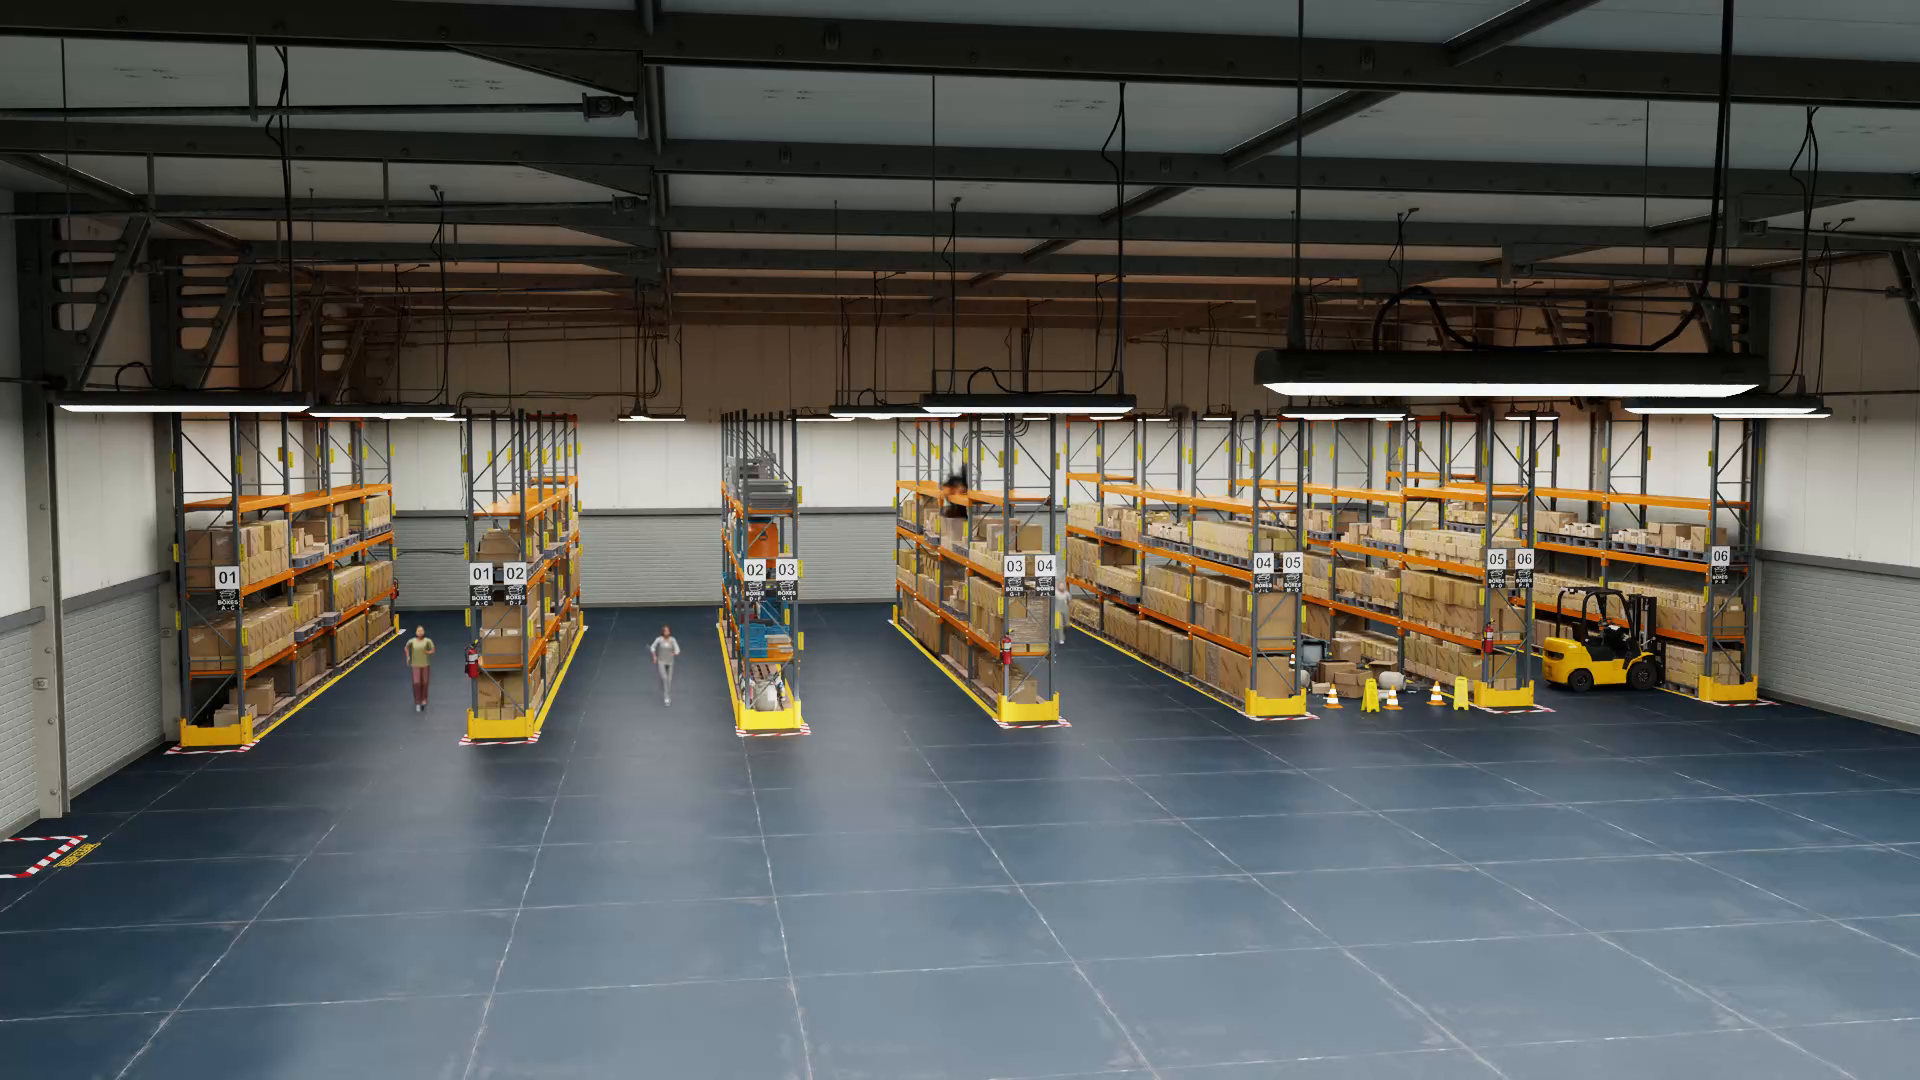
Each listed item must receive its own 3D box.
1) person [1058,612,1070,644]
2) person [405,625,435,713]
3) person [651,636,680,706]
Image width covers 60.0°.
[{"bbox_3d":[2.650,2.225,43.341,0.353,0.947,0.548,0,4,-6],"label":"person"},{"bbox_3d":[-10.791,2.548,33.288,0.557,1.701,0.879,-2,4,-22],"label":"person"},{"bbox_3d":[-6.004,2.649,33.972,0.547,1.377,0.803,-2,4,-22],"label":"person"}]
